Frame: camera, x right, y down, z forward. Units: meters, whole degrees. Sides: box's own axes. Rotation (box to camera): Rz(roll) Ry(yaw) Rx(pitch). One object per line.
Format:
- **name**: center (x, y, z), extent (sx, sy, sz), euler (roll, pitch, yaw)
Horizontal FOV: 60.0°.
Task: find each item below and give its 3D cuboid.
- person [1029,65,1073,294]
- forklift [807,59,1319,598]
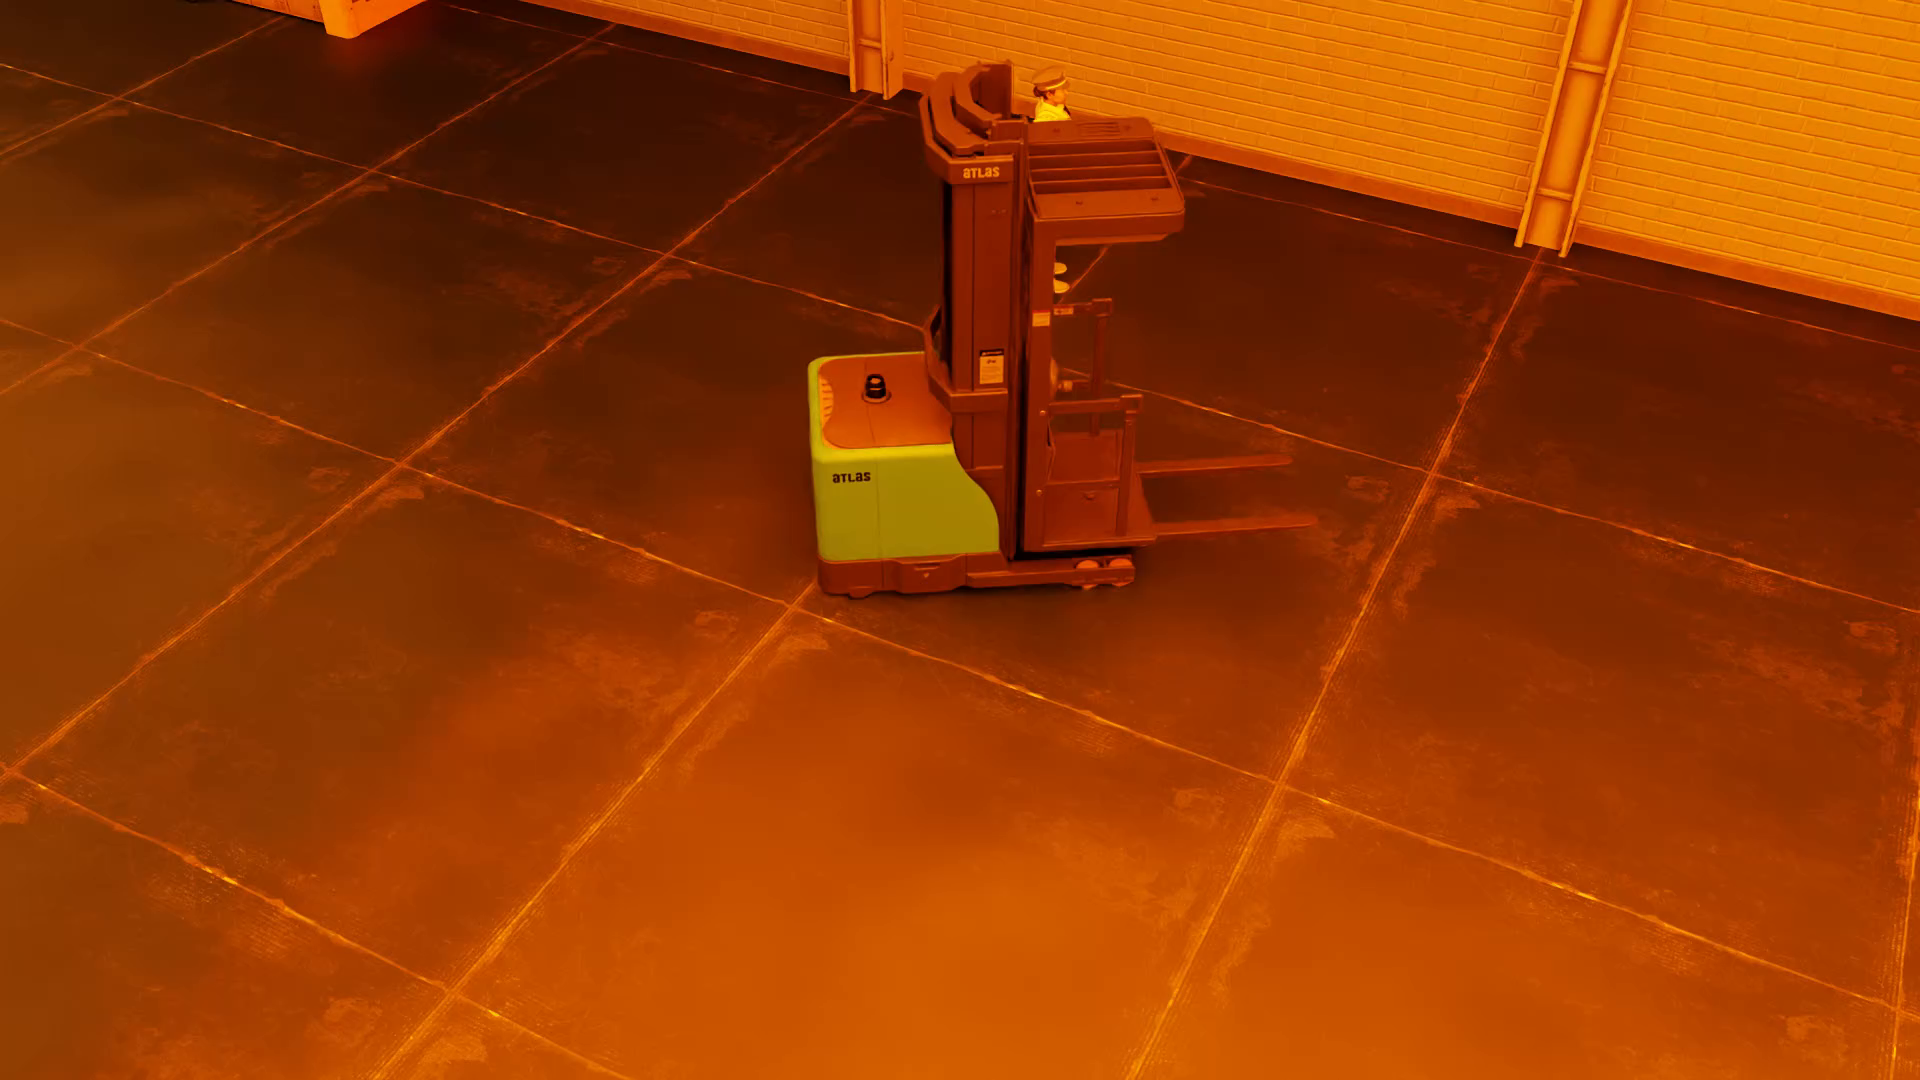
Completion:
- **person**: center (0.663, -2.633, 12.080), extent (0.334, 1.691, 0.466), euler (1, 40, 2)
- **forklift**: center (0.627, -1.173, 9.379), extent (3.031, 2.935, 1.130), euler (-4, 40, -4)
